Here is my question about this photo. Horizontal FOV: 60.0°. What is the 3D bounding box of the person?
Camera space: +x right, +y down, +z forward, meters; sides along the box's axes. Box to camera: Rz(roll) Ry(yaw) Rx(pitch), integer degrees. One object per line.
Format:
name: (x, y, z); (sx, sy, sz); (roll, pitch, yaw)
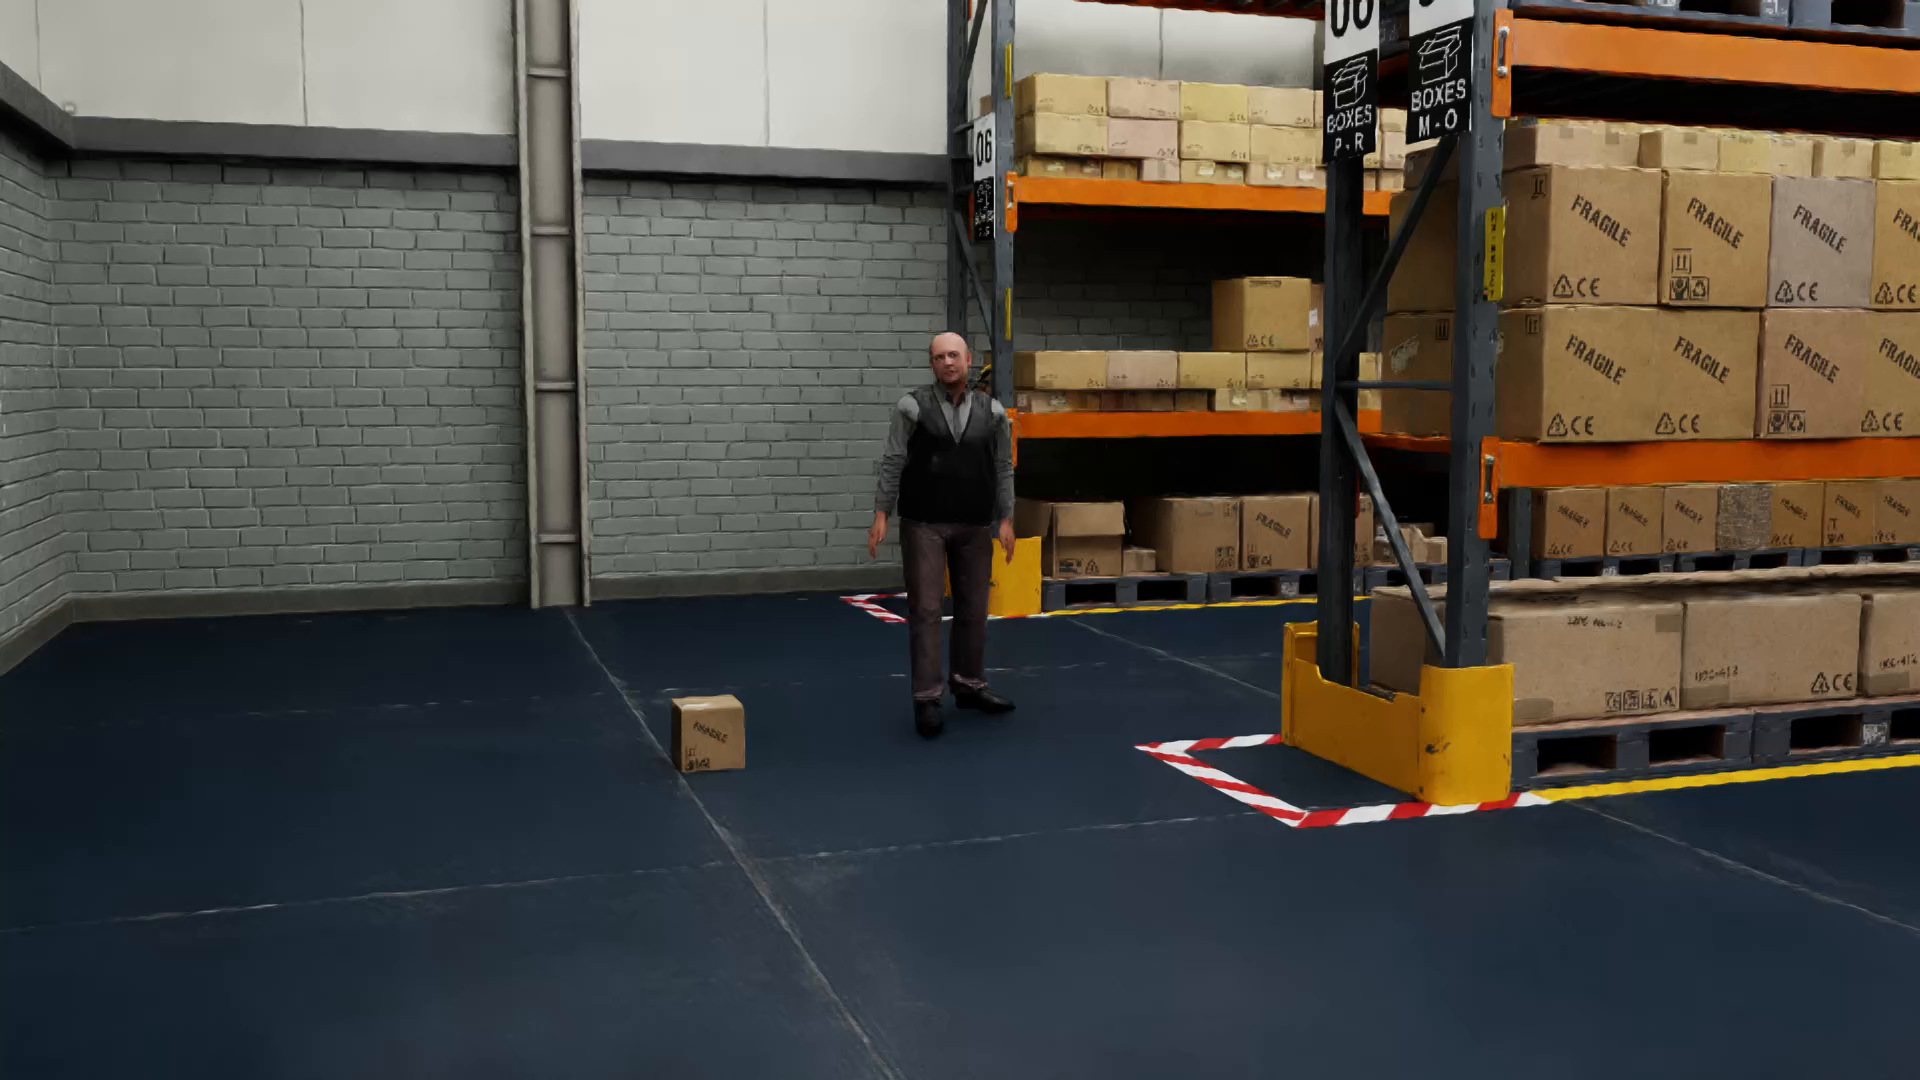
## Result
person: (-0.062, -0.048, 7.314); (0.689, 1.722, 0.577); (-2, 6, -15)
